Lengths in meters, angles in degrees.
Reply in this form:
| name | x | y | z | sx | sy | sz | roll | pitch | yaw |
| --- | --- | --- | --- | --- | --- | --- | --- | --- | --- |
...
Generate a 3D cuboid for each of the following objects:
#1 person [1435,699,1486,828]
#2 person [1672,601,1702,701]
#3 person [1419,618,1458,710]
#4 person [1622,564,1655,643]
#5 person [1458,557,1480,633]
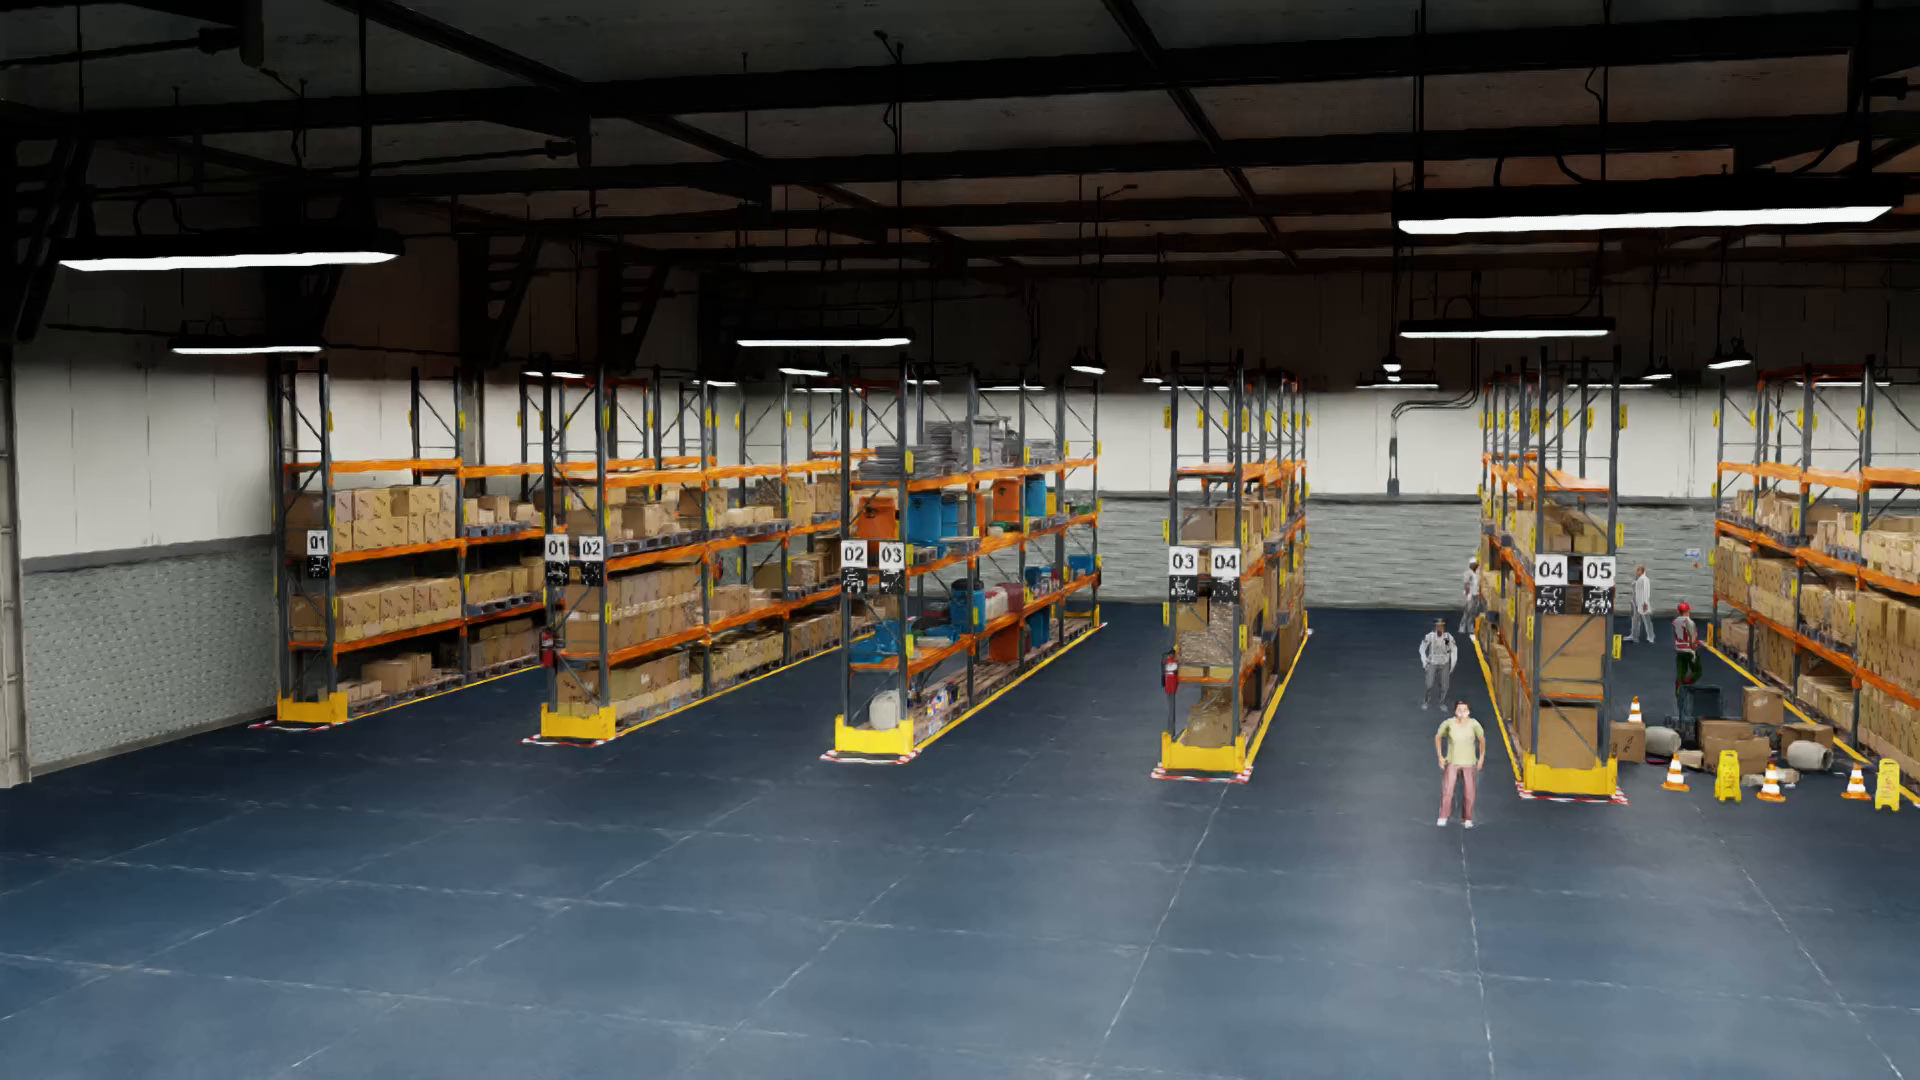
| name | x | y | z | sx | sy | sz | roll | pitch | yaw |
| --- | --- | --- | --- | --- | --- | --- | --- | --- | --- |
| person | 6.136 | 2.746 | 20.412 | 0.598 | 1.592 | 0.507 | 1 | 4 | 14 |
| person | 12.864 | 1.985 | 29.522 | 0.443 | 1.786 | 0.594 | -1 | 4 | -13 |
| person | 8.249 | 2.136 | 28.676 | 0.639 | 1.628 | 0.505 | 1 | 4 | 13 |
| person | 15.362 | 1.420 | 37.484 | 0.590 | 1.777 | 0.709 | 0 | 4 | -4 |
| person | 12.016 | 1.290 | 39.131 | 0.643 | 1.782 | 0.404 | -4 | 6 | -42 |
